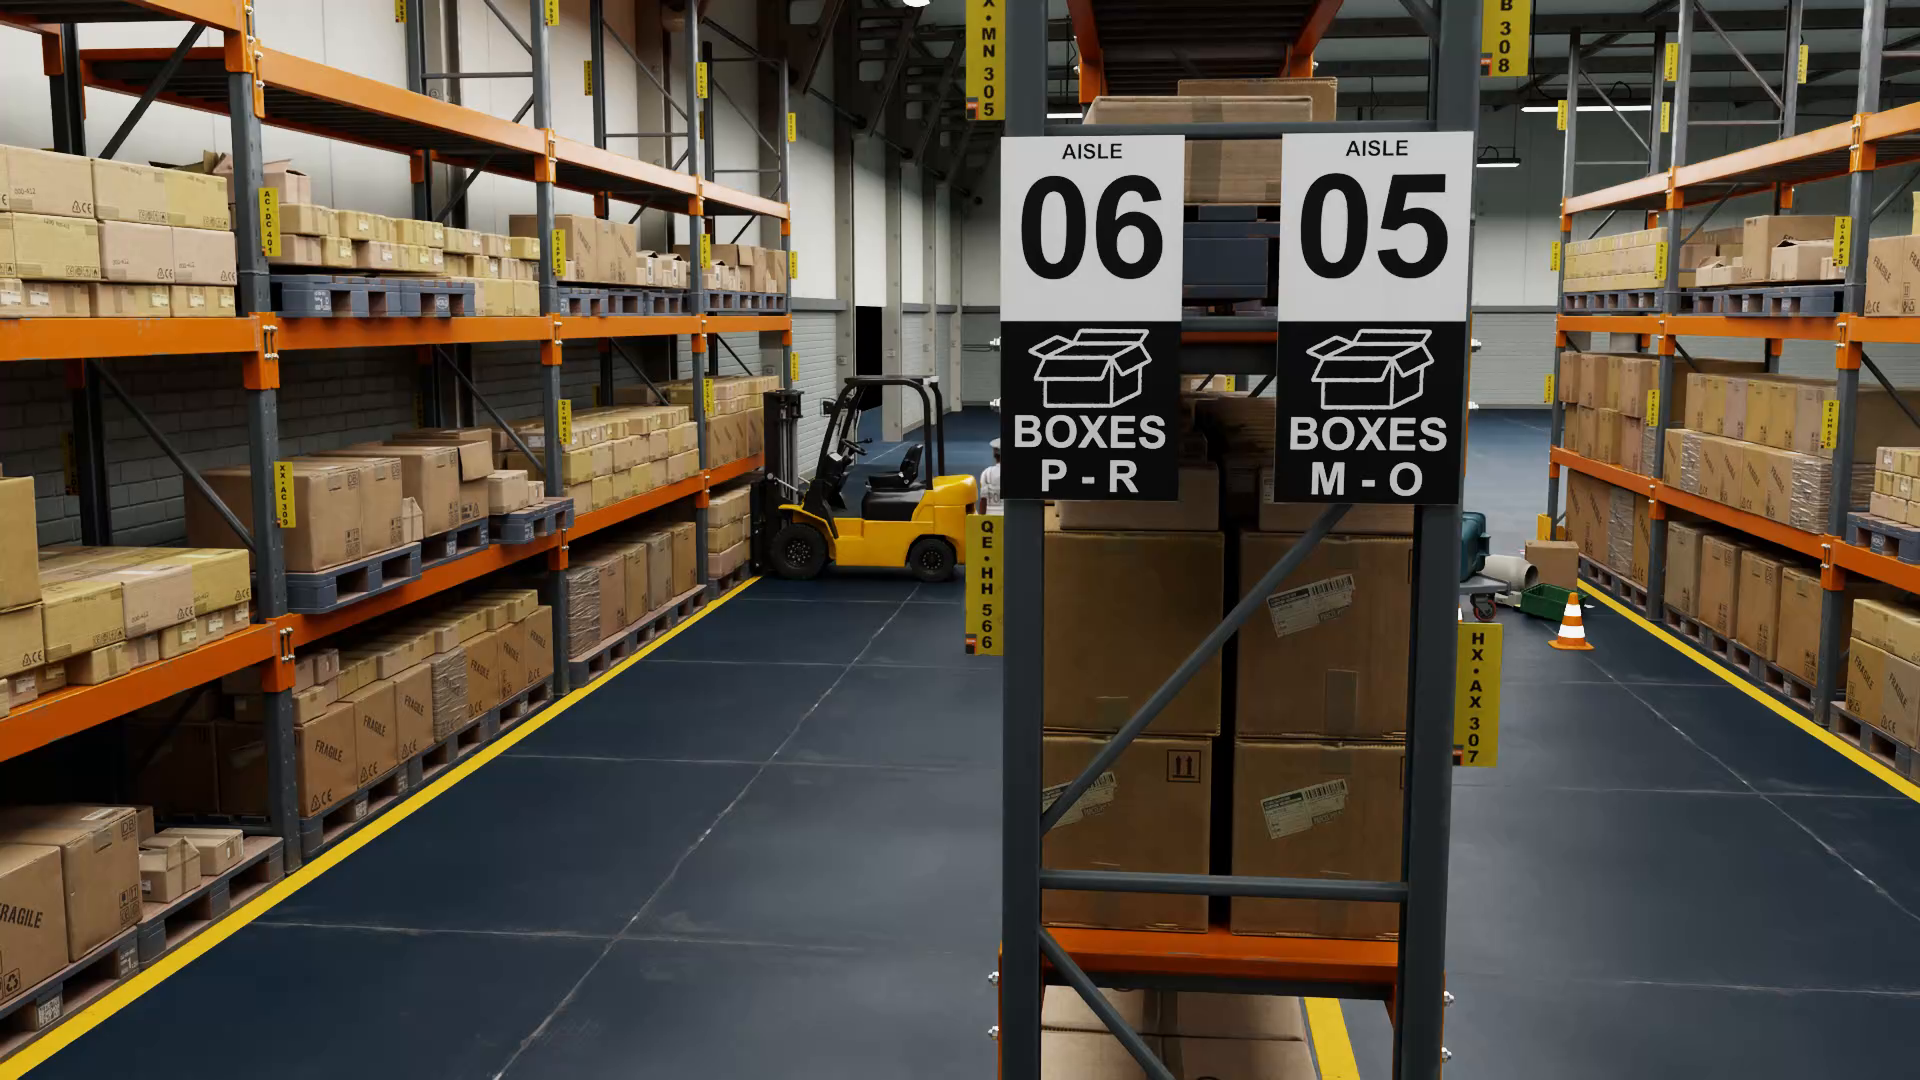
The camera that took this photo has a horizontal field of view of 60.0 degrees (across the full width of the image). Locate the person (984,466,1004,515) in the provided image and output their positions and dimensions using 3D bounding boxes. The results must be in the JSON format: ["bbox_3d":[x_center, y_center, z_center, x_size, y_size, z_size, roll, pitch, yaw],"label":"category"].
[{"bbox_3d":[0.420,-0.031,15.647,0.387,1.350,0.324,1,8,7],"label":"person"}]
